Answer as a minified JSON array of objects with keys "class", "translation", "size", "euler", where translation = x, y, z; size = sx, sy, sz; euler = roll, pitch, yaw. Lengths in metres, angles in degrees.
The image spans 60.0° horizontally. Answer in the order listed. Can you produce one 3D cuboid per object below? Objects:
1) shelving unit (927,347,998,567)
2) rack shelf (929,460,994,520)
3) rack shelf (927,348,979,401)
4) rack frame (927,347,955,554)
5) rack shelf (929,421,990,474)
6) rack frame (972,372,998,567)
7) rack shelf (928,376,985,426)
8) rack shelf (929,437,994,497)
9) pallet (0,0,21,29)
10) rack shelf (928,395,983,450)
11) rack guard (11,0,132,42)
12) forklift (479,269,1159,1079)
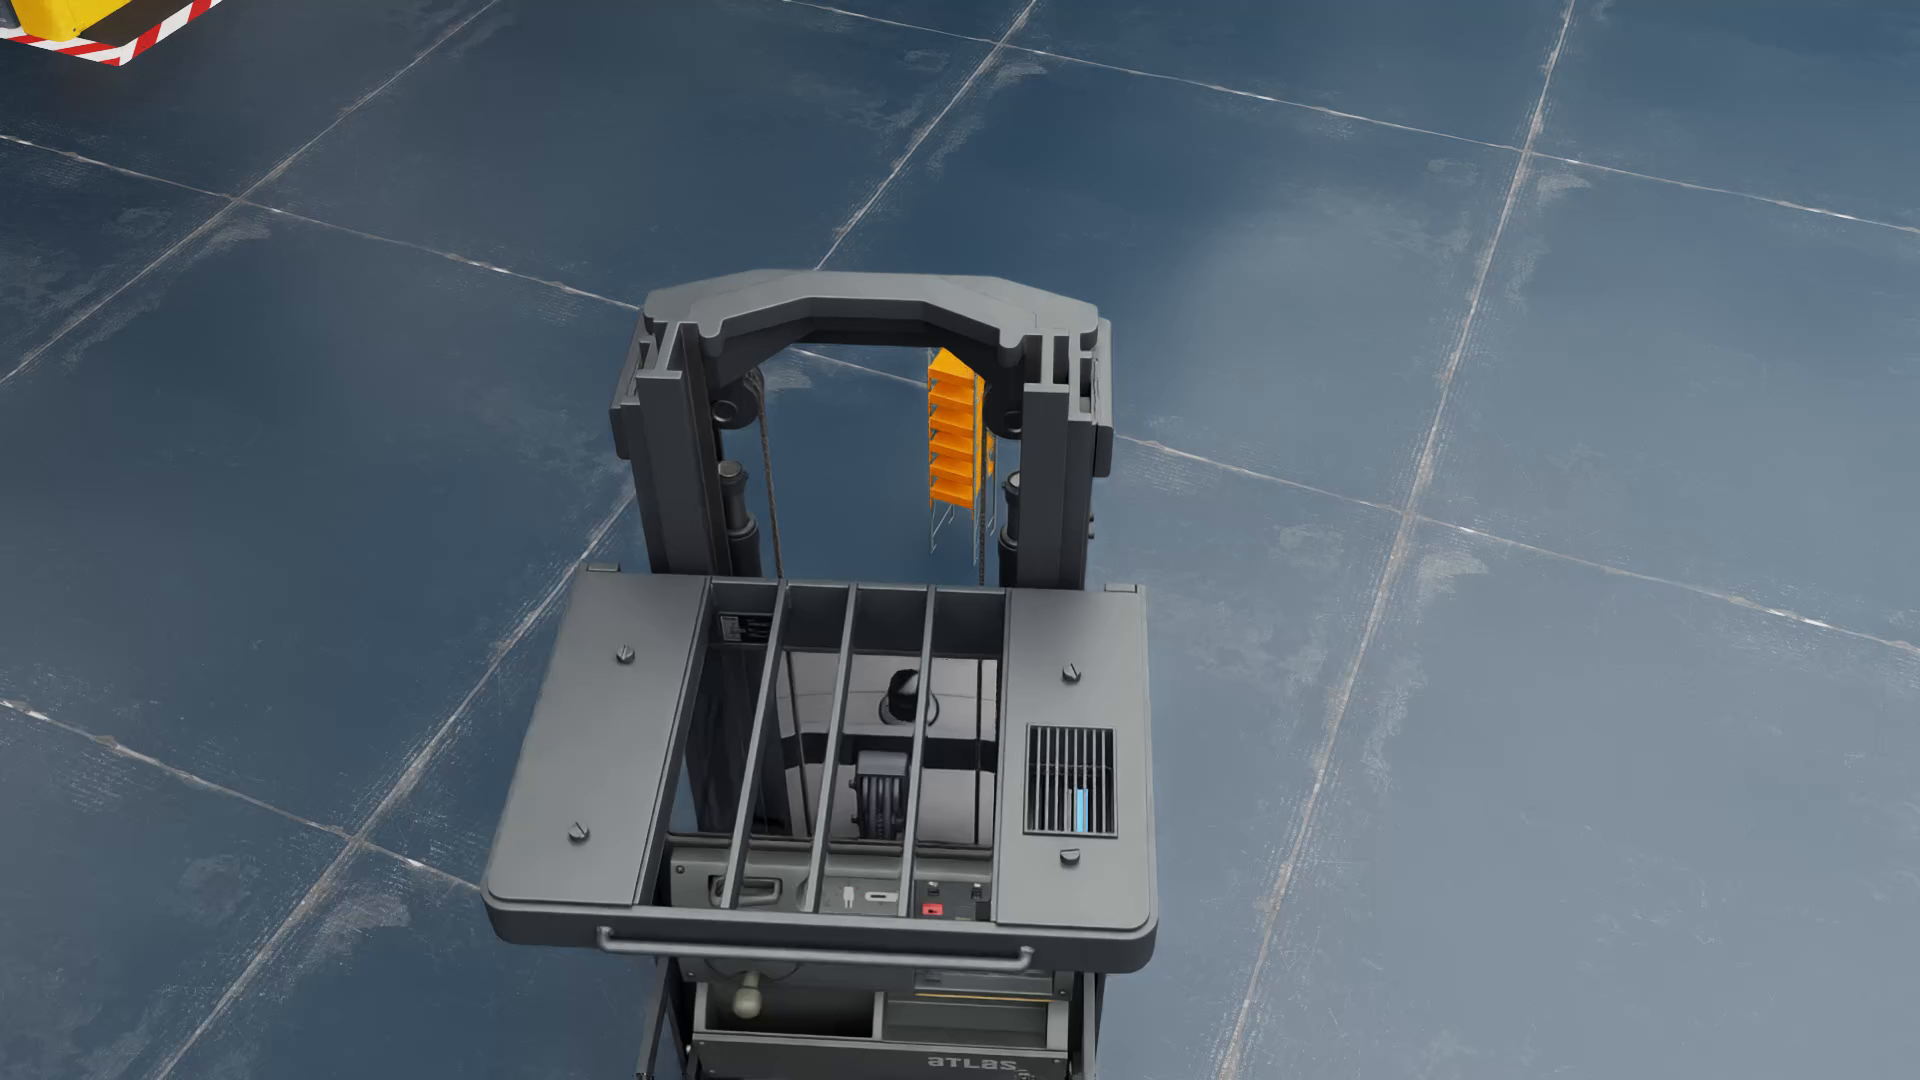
[{"class":"shelving unit","translation":[0.013,-0.421,6.323],"size":[0.189,1.200,0.258],"euler":[16,47,16]},{"class":"rack shelf","translation":[0.013,-0.220,6.523],"size":[0.180,0.103,0.258],"euler":[16,47,16]},{"class":"rack shelf","translation":[0.013,-0.645,6.100],"size":[0.180,0.103,0.258],"euler":[16,47,16]},{"class":"rack frame","translation":[-0.071,-0.446,6.348],"size":[0.006,1.200,0.240],"euler":[16,47,16]},{"class":"rack shelf","translation":[0.013,-0.390,6.354],"size":[0.180,0.103,0.258],"euler":[16,47,16]},{"class":"rack frame","translation":[0.098,-0.397,6.298],"size":[0.006,1.200,0.240],"euler":[16,47,16]},{"class":"rack shelf","translation":[0.013,-0.560,6.185],"size":[0.180,0.103,0.258],"euler":[16,47,16]},{"class":"rack shelf","translation":[0.013,-0.305,6.439],"size":[0.180,0.103,0.258],"euler":[16,47,16]},{"class":"pallet","translation":[-5.917,-3.553,10.171],"size":[1.213,0.211,1.003],"euler":[16,47,16]},{"class":"rack shelf","translation":[0.013,-0.475,6.270],"size":[0.180,0.103,0.258],"euler":[16,47,16]},{"class":"rack guard","translation":[-5.126,-3.483,9.896],"size":[0.348,0.500,1.175],"euler":[16,47,16]},{"class":"forklift","translation":[-0.205,1.005,3.662],"size":[1.130,2.935,3.031],"euler":[2,45,2]}]
